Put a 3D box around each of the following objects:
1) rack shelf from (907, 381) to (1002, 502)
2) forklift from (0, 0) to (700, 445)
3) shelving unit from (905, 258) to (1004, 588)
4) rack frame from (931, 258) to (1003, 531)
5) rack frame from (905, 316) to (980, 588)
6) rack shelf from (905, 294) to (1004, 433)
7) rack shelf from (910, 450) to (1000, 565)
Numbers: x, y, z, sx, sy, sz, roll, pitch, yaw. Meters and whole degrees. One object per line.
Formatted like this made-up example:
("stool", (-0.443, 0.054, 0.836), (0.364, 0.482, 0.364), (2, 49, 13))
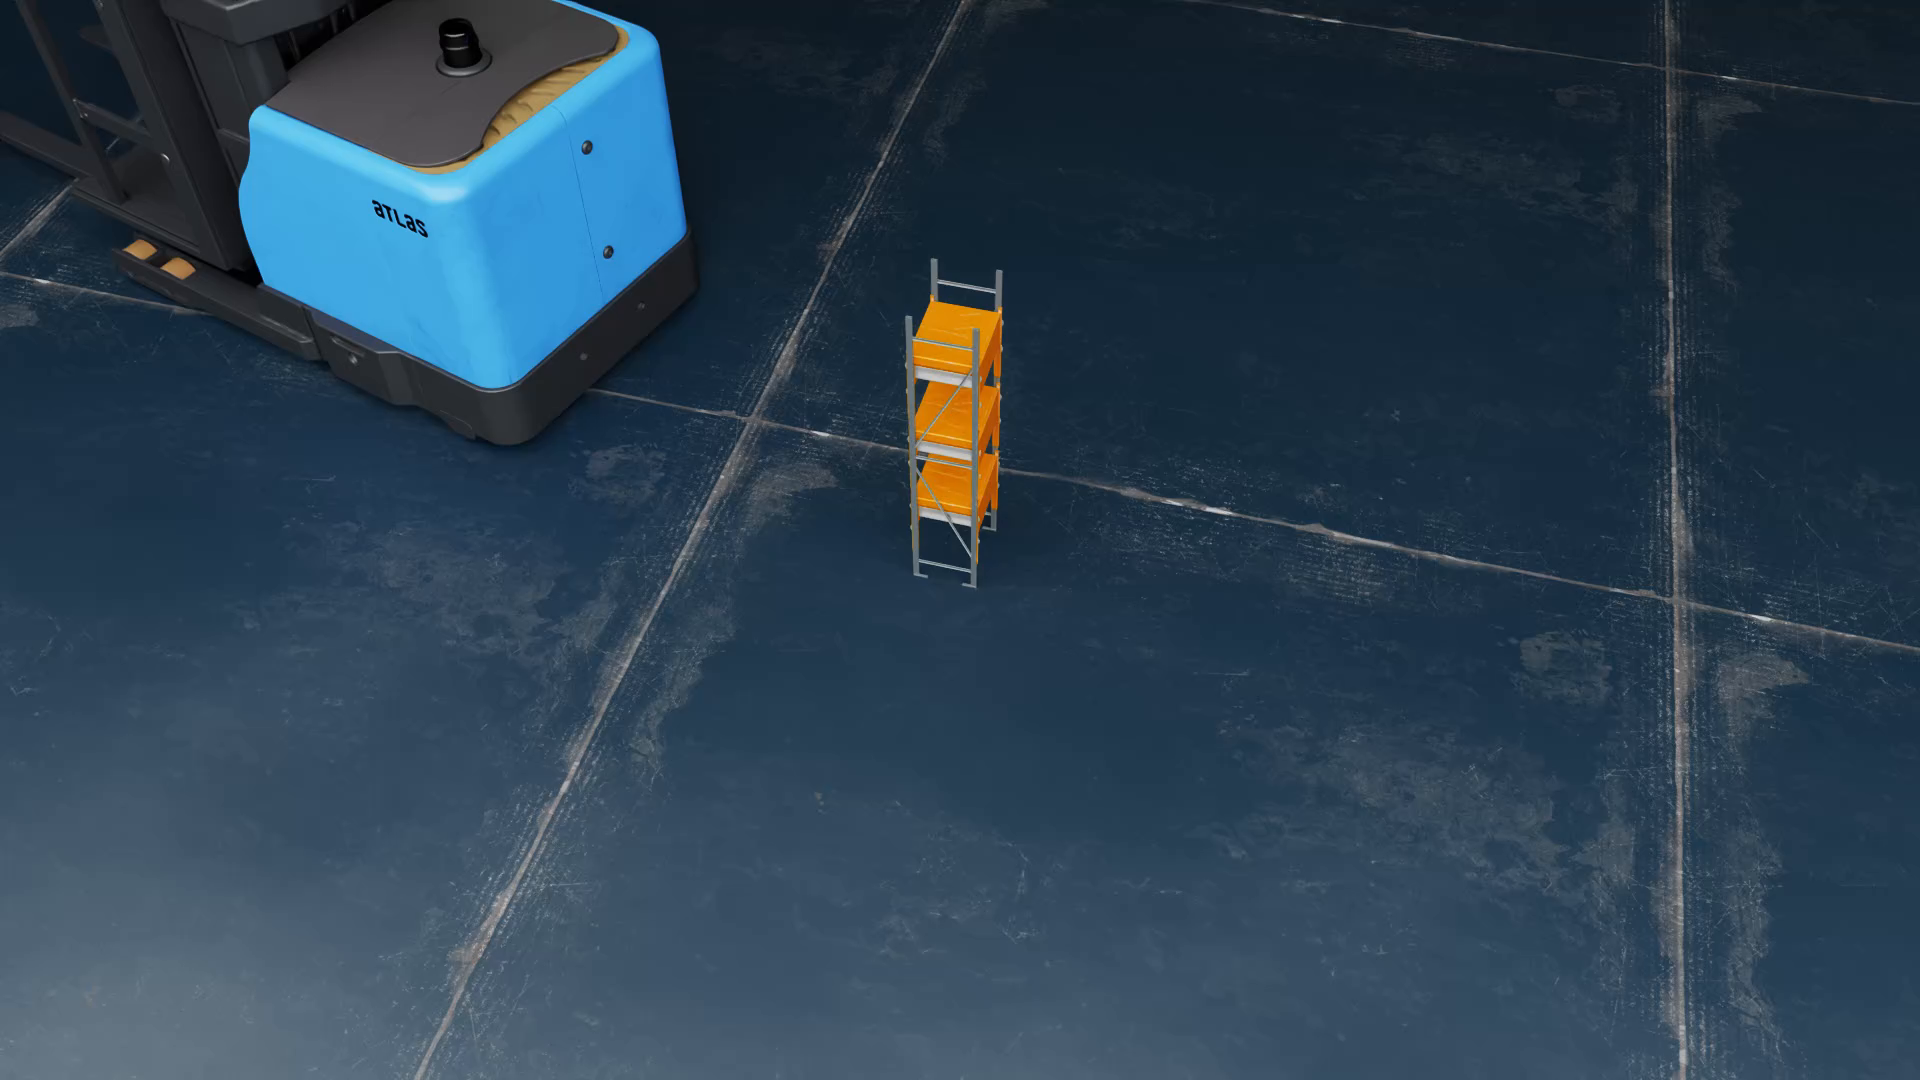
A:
("rack shelf", (-0.014, -0.302, 4.830), (0.215, 0.259, 0.240), (12, 50, 10))
("forklift", (-2.459, -2.130, 5.175), (3.031, 2.935, 1.130), (25, 53, 20))
("shelving unit", (-0.014, -0.309, 4.822), (0.215, 1.050, 0.252), (12, 50, 10))
("rack frame", (0.018, -0.397, 4.900), (0.200, 1.050, 0.008), (12, 50, 10))
("rack frame", (-0.046, -0.220, 4.744), (0.200, 1.050, 0.008), (12, 50, 10))
("rack shelf", (-0.014, -0.489, 4.617), (0.215, 0.259, 0.240), (12, 50, 10))
("rack shelf", (-0.014, -0.118, 5.039), (0.215, 0.259, 0.240), (12, 50, 10))
